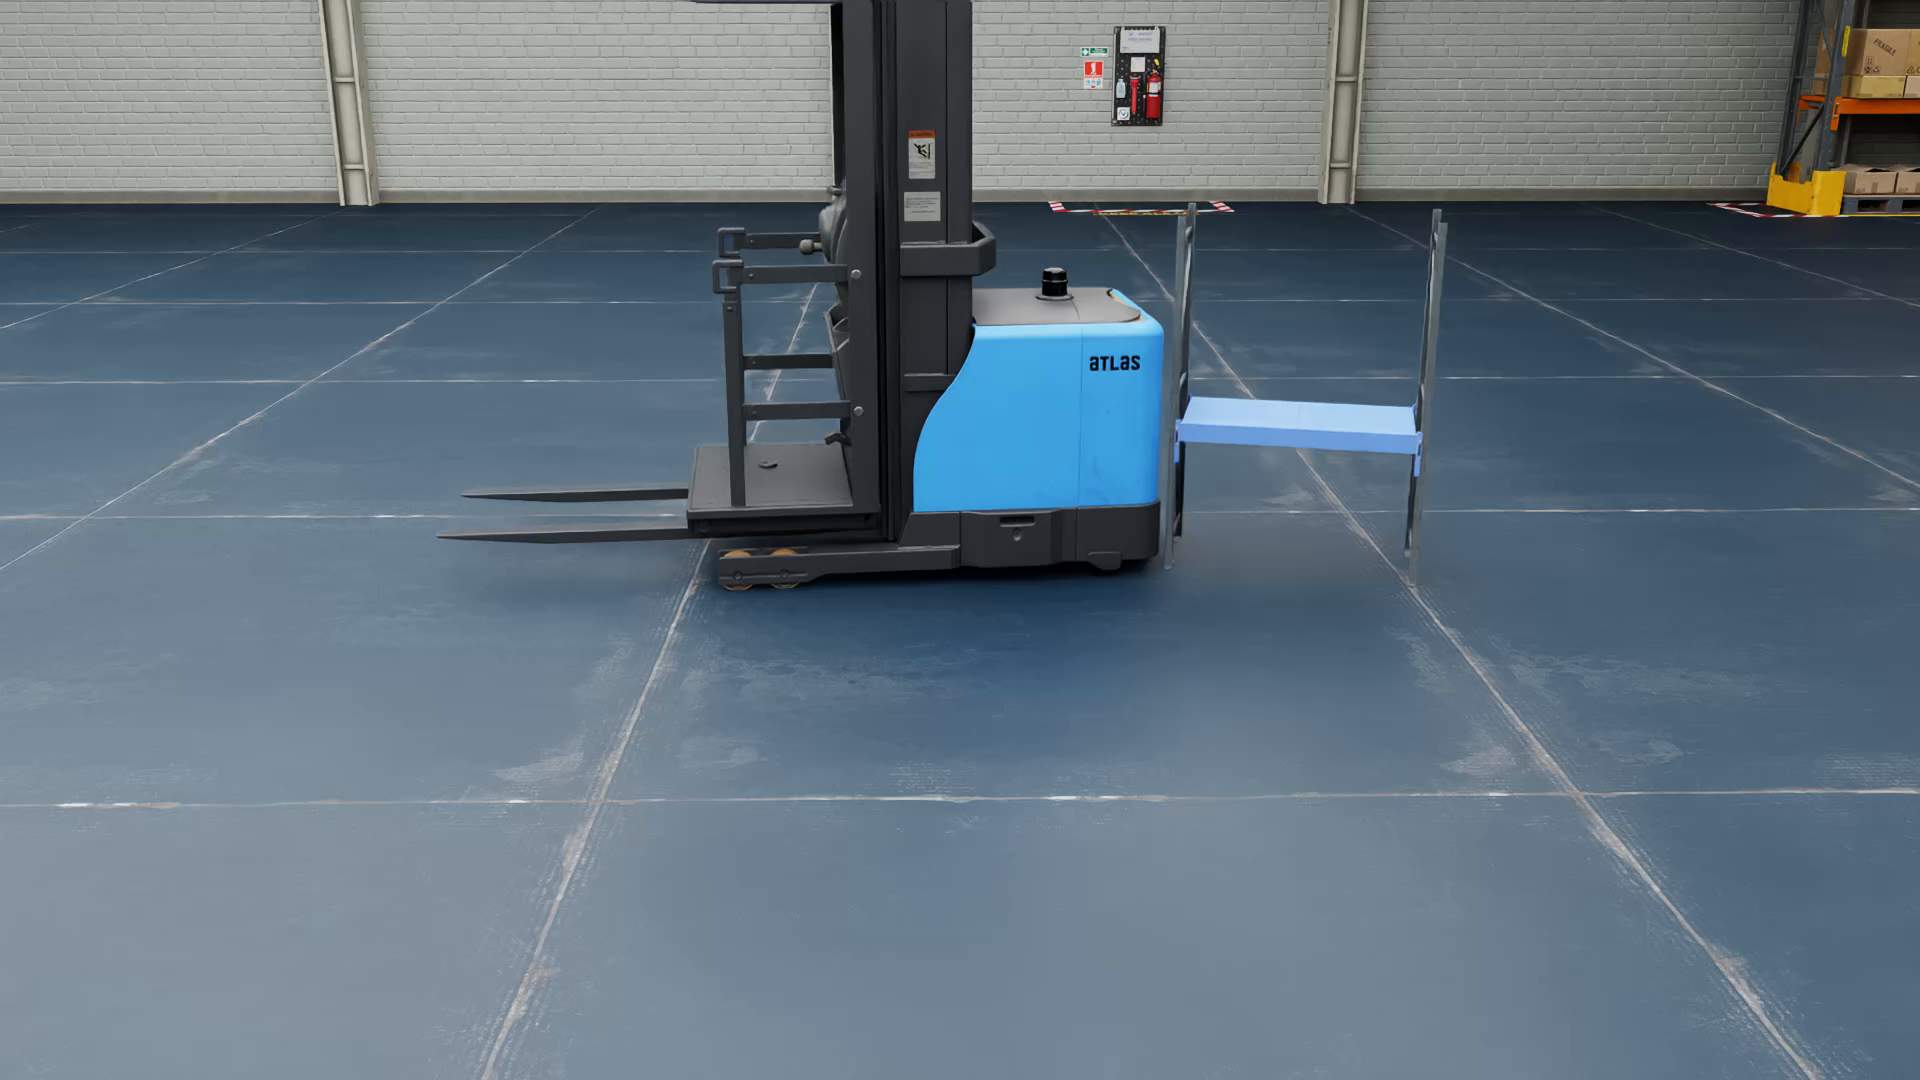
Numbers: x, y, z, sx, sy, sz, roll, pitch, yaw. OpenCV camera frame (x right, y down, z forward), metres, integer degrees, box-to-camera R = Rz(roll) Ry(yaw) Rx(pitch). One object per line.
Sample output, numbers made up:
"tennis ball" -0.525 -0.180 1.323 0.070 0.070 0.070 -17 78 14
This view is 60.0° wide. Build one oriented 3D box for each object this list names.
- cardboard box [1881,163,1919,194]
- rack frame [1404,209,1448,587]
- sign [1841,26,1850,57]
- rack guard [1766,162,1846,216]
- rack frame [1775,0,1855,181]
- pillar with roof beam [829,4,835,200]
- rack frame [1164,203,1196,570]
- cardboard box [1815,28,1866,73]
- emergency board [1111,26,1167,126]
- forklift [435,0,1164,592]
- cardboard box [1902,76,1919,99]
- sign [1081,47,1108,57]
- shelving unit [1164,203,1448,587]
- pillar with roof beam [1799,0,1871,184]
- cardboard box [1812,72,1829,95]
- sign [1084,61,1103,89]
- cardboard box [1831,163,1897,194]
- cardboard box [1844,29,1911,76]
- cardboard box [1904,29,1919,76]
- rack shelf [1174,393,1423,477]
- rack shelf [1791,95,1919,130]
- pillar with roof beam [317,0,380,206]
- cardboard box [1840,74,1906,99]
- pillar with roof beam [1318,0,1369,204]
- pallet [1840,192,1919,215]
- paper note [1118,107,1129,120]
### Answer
"cardboard box" 11.223 -4.274 19.643 0.500 0.311 0.500 1 18 4
"rack frame" 1.939 -0.594 6.944 0.032 1.500 0.500 4 18 12
"sign" 9.969 -5.613 18.717 0.005 0.325 0.100 0 18 -1
"rack guard" 10.036 -4.177 19.749 0.348 0.500 1.175 0 18 -1
"rack frame" 9.960 -5.367 19.366 0.127 3.000 1.000 0 18 -1
"pillar with roof beam" -1.284 -7.118 15.005 0.400 9.000 9.100 0 18 -1
"rack frame" 0.947 -0.662 7.155 0.032 1.500 0.500 4 18 12
"cardboard box" 10.428 -5.729 19.481 0.500 0.500 0.500 0 18 -1
"emergency board" 2.175 -5.605 20.109 0.643 1.169 0.194 0 18 -1
"forklift" -0.701 -1.353 6.967 3.031 2.935 1.130 -2 18 -6
"cardboard box" 10.972 -5.217 19.113 0.500 0.250 0.500 -1 18 -3
"sign" 1.626 -5.900 20.104 0.331 0.109 0.001 0 18 -1
"shelving unit" 1.443 -0.628 7.050 1.048 1.500 0.538 4 18 12
"pillar with roof beam" 10.714 -7.176 15.185 0.400 9.000 9.100 0 18 -1
"cardboard box" 10.424 -5.366 19.578 0.500 0.250 0.500 0 18 0
"sign" 1.621 -5.651 20.194 0.234 0.329 0.001 0 18 -1
"cardboard box" 10.653 -4.272 19.634 0.500 0.311 0.500 -2 18 -7
"cardboard box" 10.442 -5.572 18.993 0.500 0.500 0.500 0 18 -1
"cardboard box" 10.936 -5.572 18.991 0.500 0.500 0.500 0 18 -1
"rack shelf" 1.443 -0.457 7.104 1.000 0.185 0.538 4 18 12
"rack shelf" 11.960 -5.034 19.506 4.000 0.370 1.077 0 18 -1
"pillar with roof beam" -7.284 -7.089 14.915 0.400 9.000 9.100 0 18 -1
"cardboard box" 10.453 -5.210 19.091 0.500 0.250 0.500 -1 18 -2
"pillar with roof beam" 4.715 -7.147 15.095 0.400 9.000 9.100 0 18 -1
"pallet" 10.849 -4.032 19.772 1.213 0.211 1.003 0 18 -1
"paper note" 1.997 -5.206 20.307 0.142 0.148 0.016 0 18 -1
